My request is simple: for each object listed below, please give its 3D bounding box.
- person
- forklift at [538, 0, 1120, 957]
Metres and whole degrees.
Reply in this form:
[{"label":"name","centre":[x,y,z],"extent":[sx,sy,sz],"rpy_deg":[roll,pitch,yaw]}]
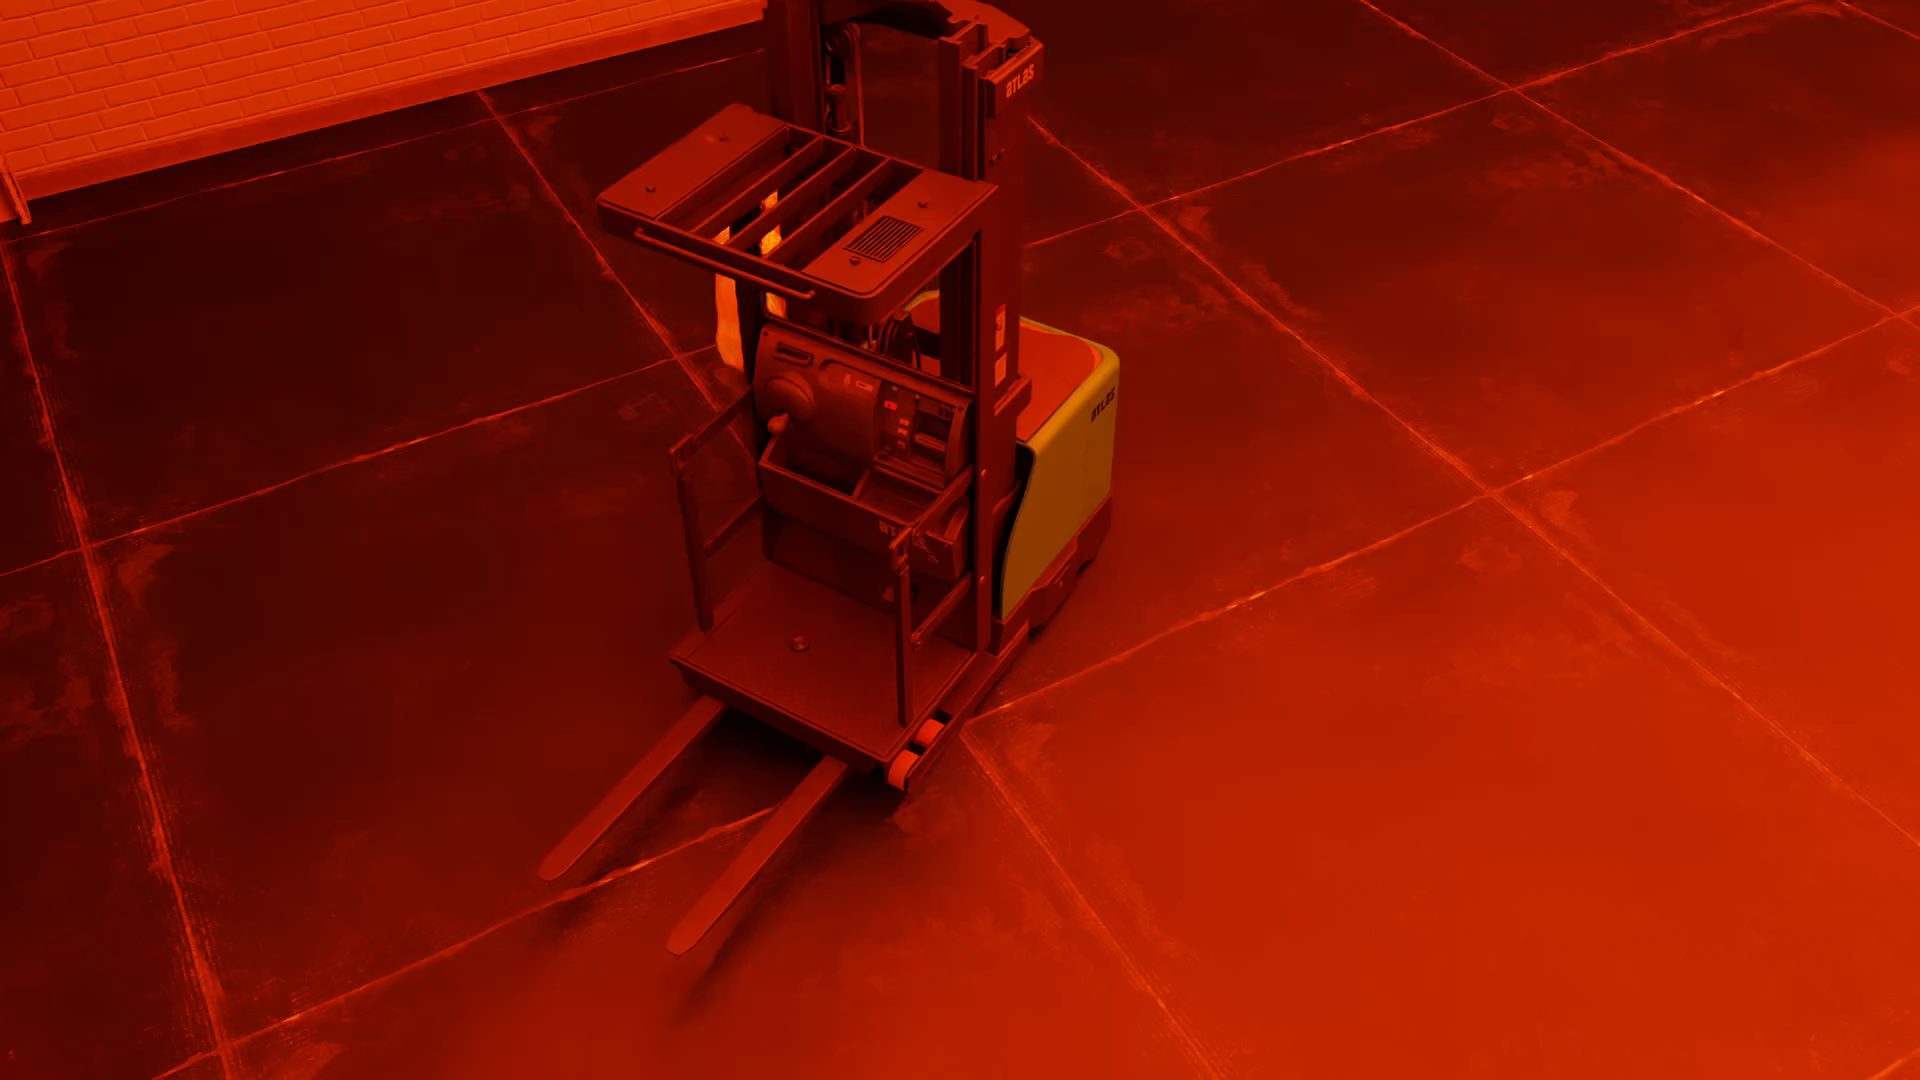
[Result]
[{"label":"person","centre":[-0.821,-1.091,7.929],"extent":[1.613,1.479,0.804],"rpy_deg":[28,49,27]},{"label":"forklift","centre":[-0.495,-0.422,6.153],"extent":[1.130,2.935,3.031],"rpy_deg":[23,47,23]}]
